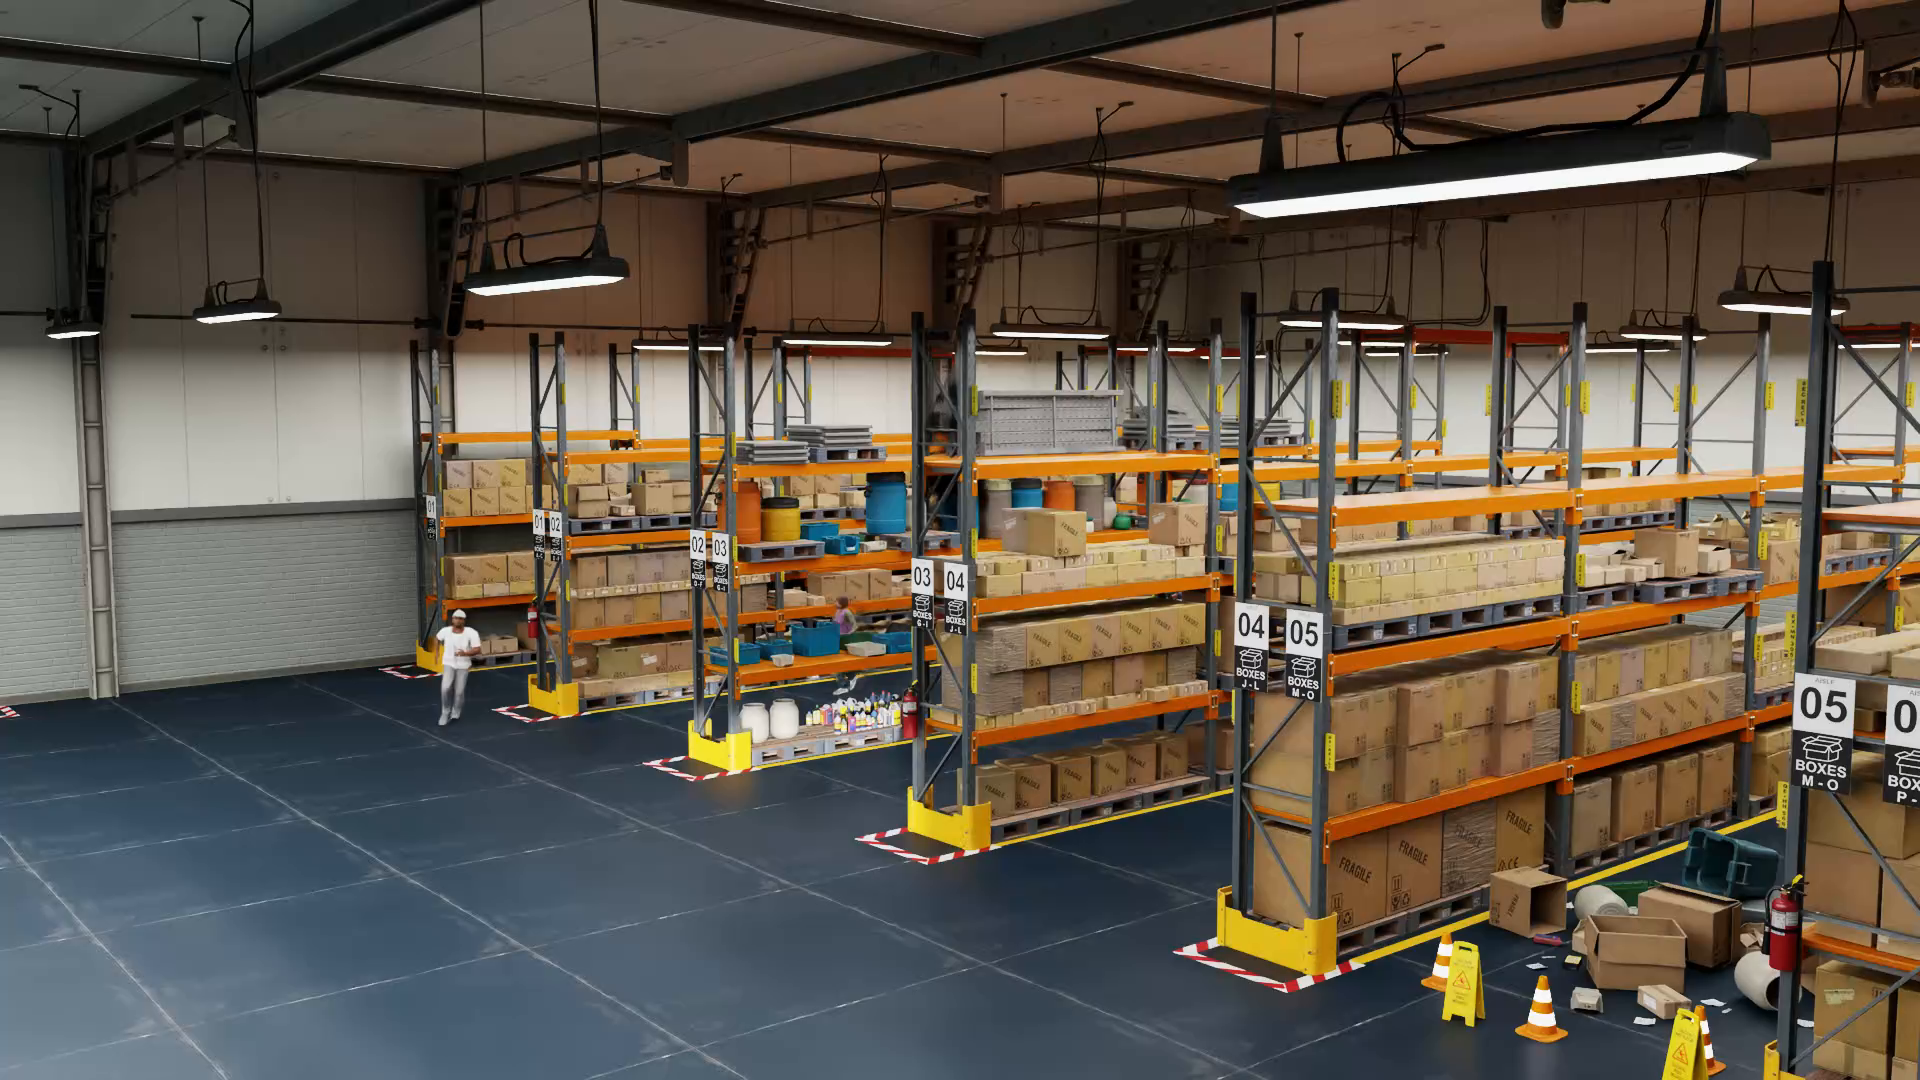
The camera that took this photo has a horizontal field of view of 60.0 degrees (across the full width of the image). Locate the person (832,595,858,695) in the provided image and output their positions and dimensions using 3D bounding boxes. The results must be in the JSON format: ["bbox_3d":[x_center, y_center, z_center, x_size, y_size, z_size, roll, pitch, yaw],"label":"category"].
[{"bbox_3d":[-1.838,1.661,26.380,0.465,1.577,0.537,-4,7,-39],"label":"person"}]

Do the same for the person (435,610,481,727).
[{"bbox_3d":[-7.679,1.942,25.431,0.695,1.769,0.678,-1,5,-13],"label":"person"}]
